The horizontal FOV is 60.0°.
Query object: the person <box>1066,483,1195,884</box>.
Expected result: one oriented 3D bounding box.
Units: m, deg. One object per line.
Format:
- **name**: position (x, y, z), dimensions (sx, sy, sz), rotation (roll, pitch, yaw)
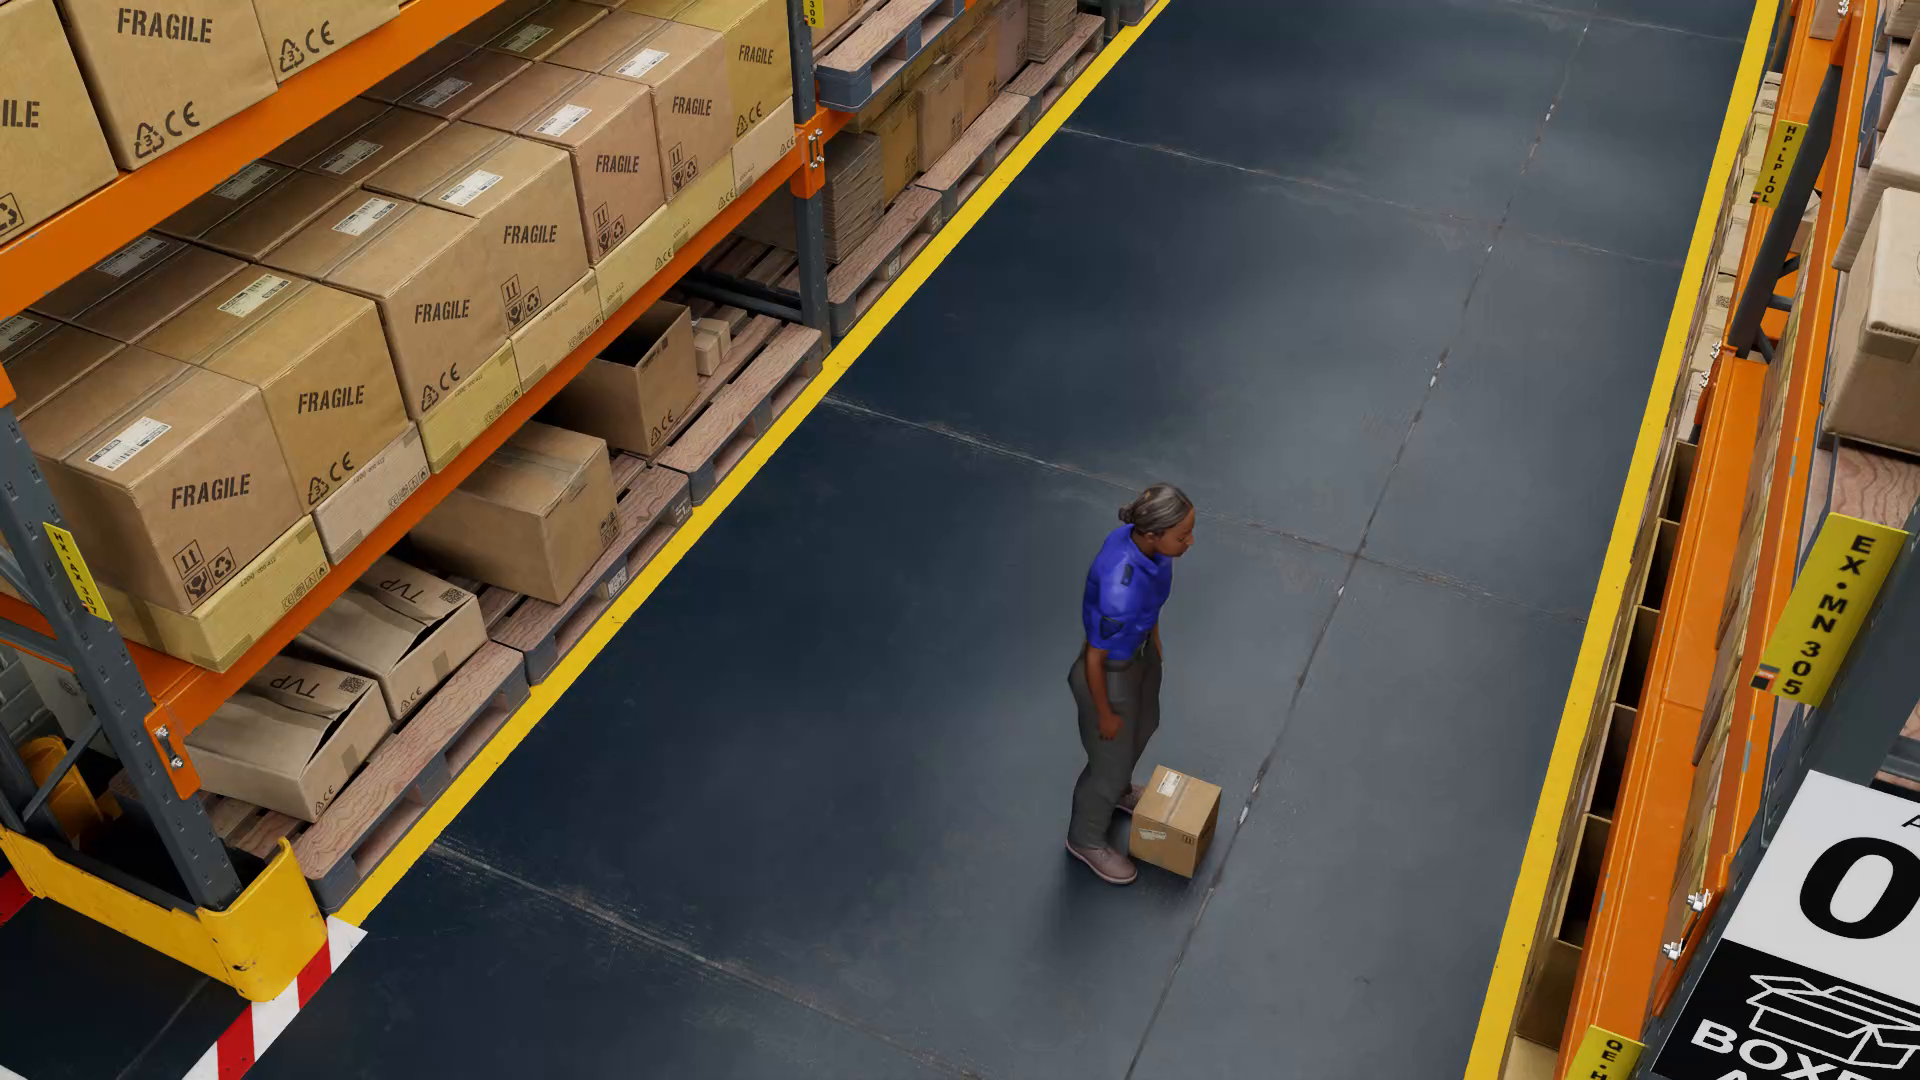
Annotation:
- **person**: position (0.564, 0.452, 5.666), dimensions (0.350, 1.654, 0.503), rotation (18, 45, 18)
